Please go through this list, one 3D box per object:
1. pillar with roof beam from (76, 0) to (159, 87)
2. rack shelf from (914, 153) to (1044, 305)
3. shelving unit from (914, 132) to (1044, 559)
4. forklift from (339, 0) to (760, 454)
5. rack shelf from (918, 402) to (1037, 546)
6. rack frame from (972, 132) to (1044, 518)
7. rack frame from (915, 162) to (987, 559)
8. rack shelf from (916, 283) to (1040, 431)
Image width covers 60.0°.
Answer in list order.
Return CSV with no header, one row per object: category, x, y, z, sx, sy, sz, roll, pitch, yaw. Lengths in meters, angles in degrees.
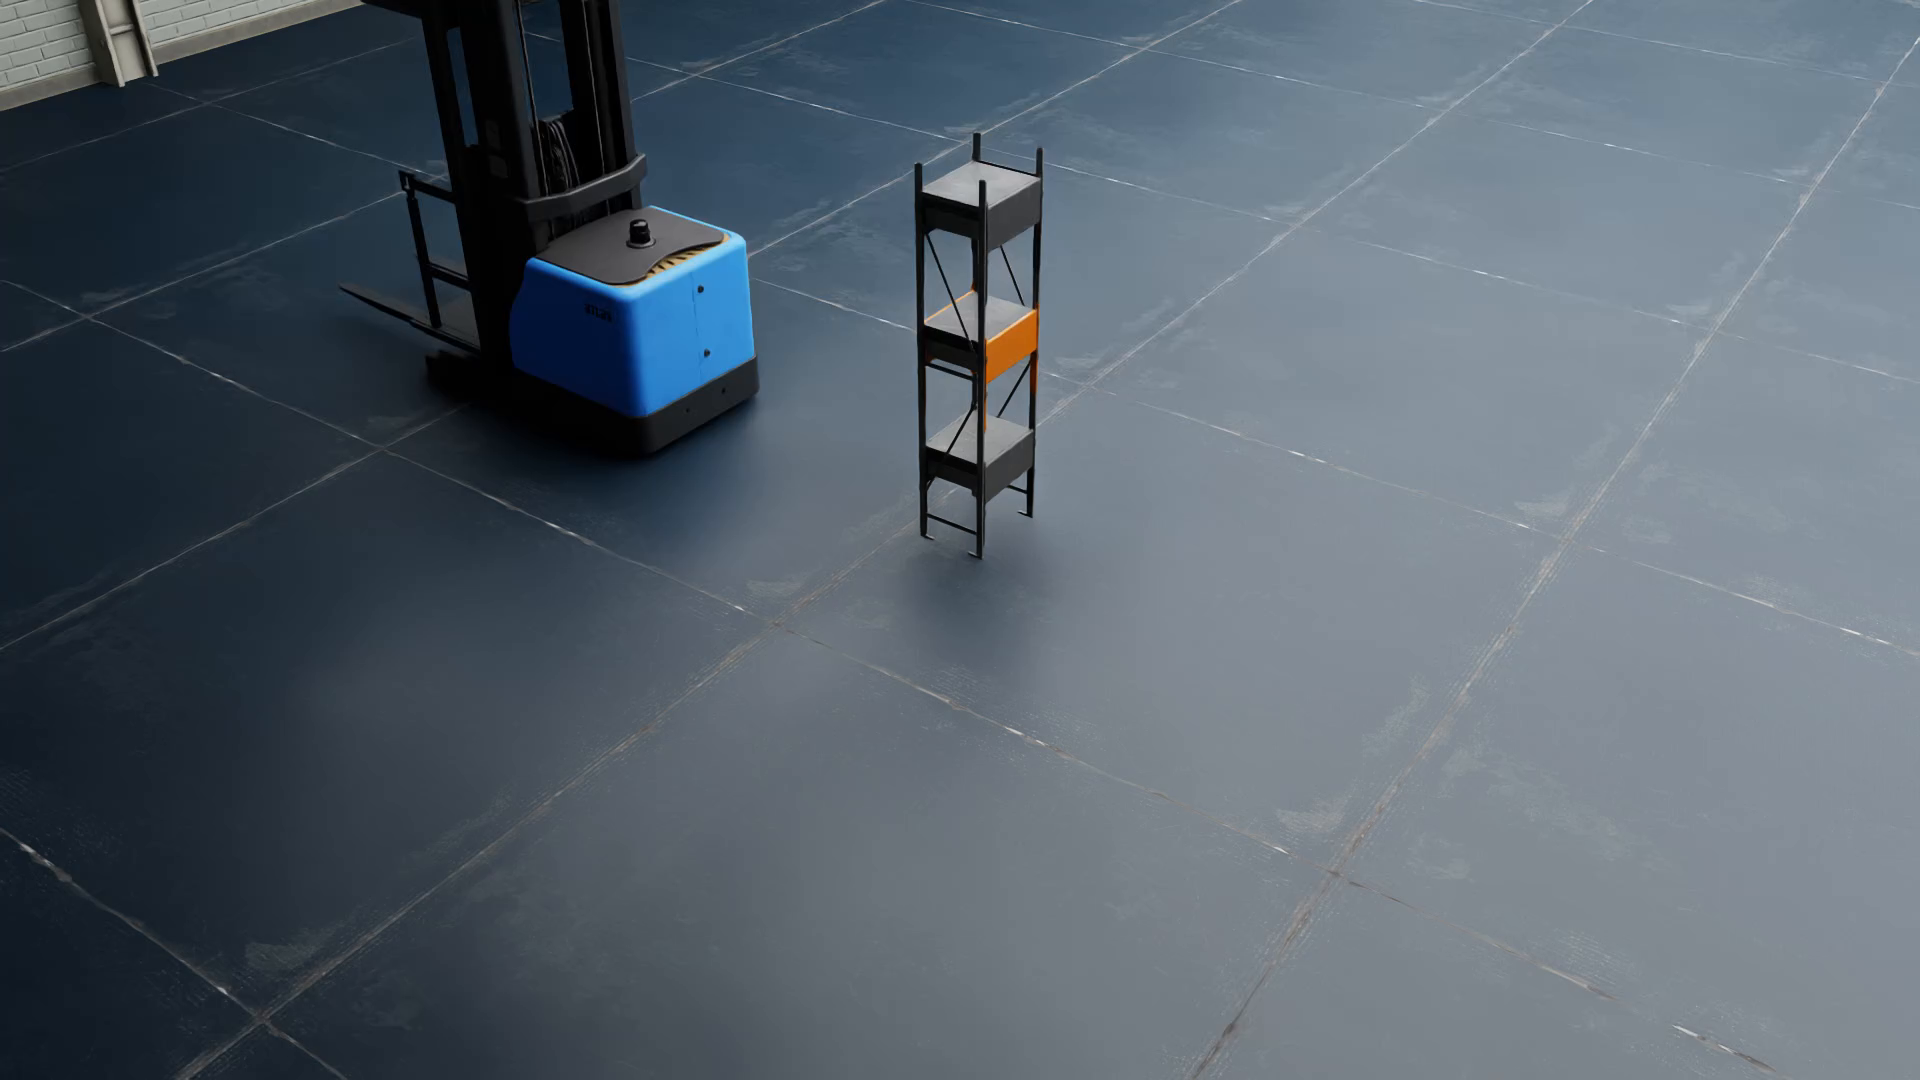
pillar with roof beam,-4.029,-6.561,10.595,9.100,9.000,0.400,21,39,28
rack shelf,0.094,-1.515,8.066,0.431,0.518,0.480,21,39,28
shelving unit,0.094,-0.946,8.450,0.431,2.100,0.503,21,39,28
forklift,-2.709,-2.362,9.802,3.031,2.935,1.130,23,40,30
rack shelf,0.094,-0.355,8.850,0.431,0.518,0.480,21,39,28
rack frame,0.234,-1.058,8.616,0.400,2.100,0.015,21,39,28
rack frame,-0.045,-0.834,8.284,0.400,2.100,0.015,21,39,28
rack shelf,0.094,-0.935,8.458,0.431,0.518,0.480,21,39,28
